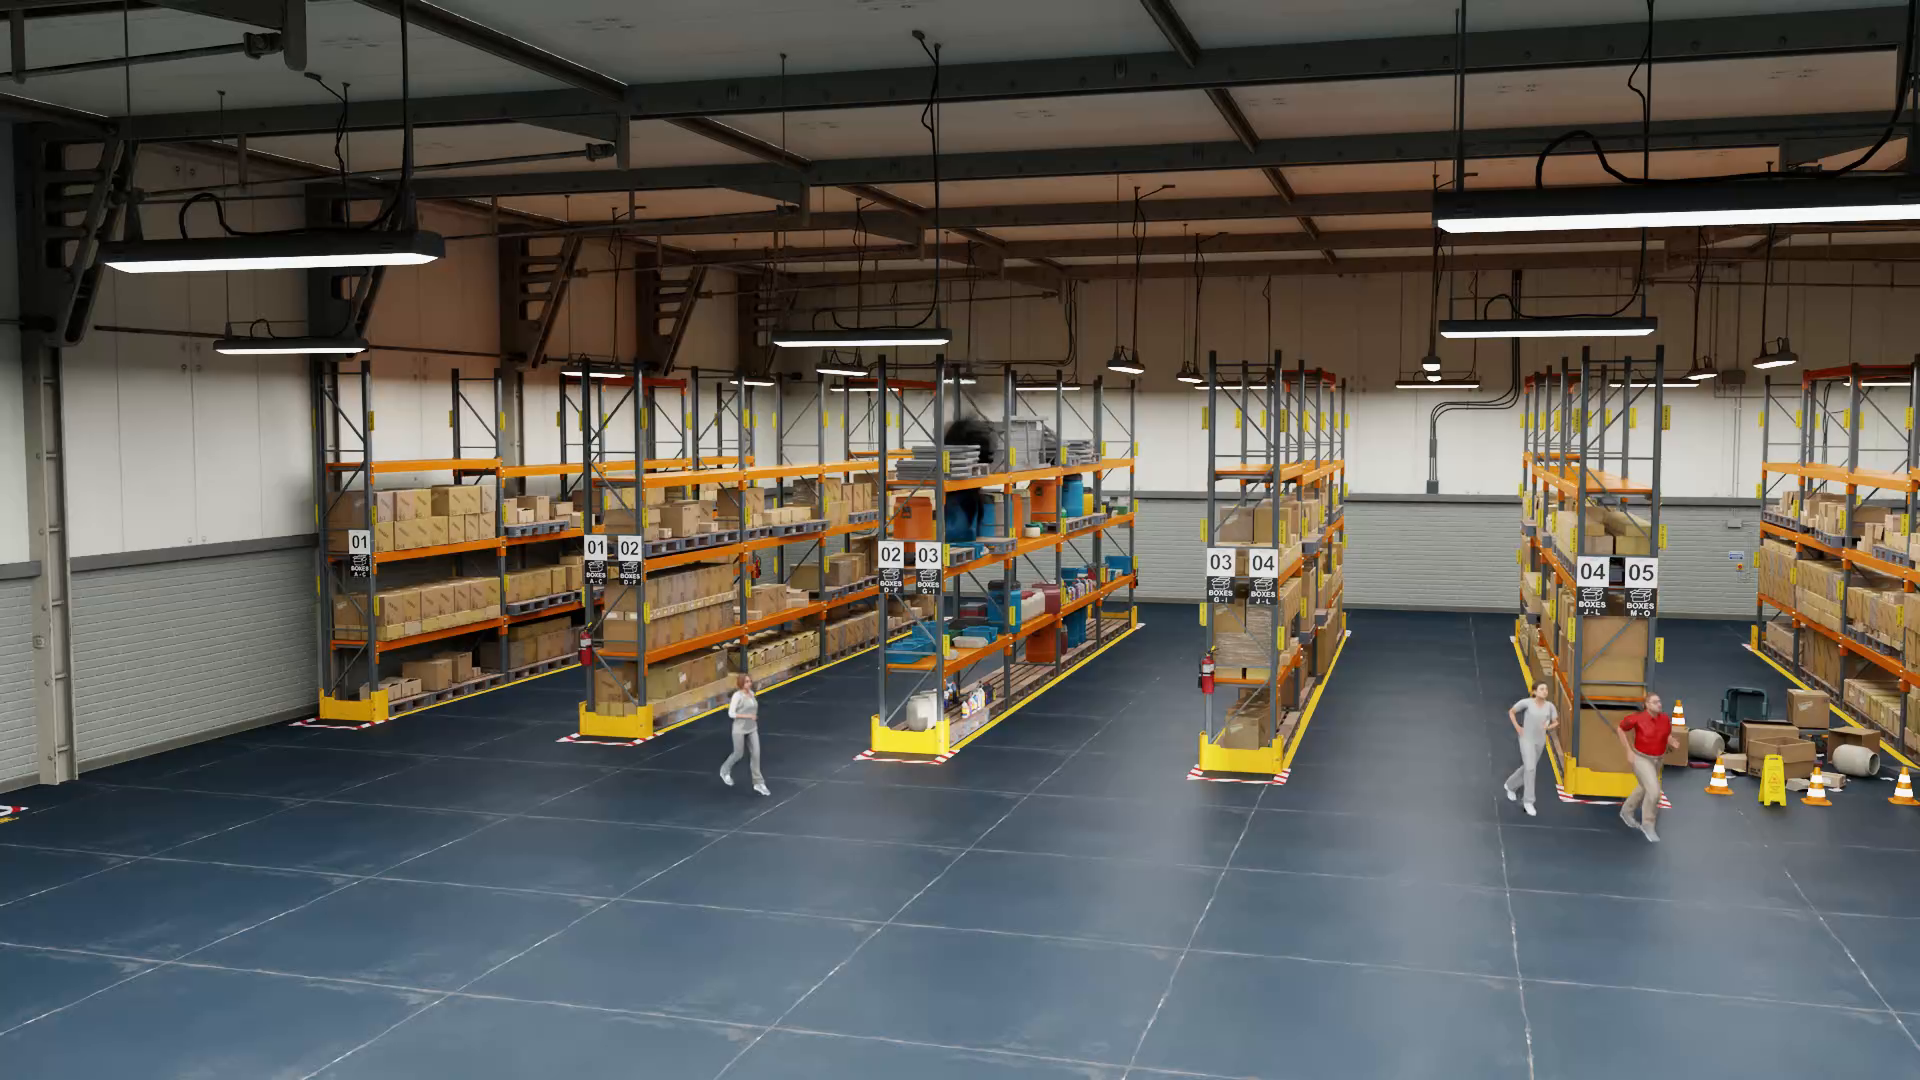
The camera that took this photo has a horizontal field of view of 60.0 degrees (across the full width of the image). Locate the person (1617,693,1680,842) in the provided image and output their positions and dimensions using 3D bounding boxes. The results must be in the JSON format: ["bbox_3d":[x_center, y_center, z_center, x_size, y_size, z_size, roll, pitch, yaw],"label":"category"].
[{"bbox_3d":[8.303,2.721,20.104,0.624,1.777,0.855,-2,4,-23],"label":"person"}]

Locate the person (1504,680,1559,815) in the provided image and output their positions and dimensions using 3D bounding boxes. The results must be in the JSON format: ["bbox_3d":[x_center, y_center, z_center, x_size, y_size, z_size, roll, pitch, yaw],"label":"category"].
[{"bbox_3d":[7.436,2.645,21.555,0.576,1.693,0.884,-1,4,-9],"label":"person"}]

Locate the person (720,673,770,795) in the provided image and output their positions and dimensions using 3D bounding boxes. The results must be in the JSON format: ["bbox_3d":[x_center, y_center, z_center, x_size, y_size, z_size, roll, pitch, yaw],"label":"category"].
[{"bbox_3d":[-2.920,2.586,22.357,0.868,1.606,0.541,4,5,41],"label":"person"}]
